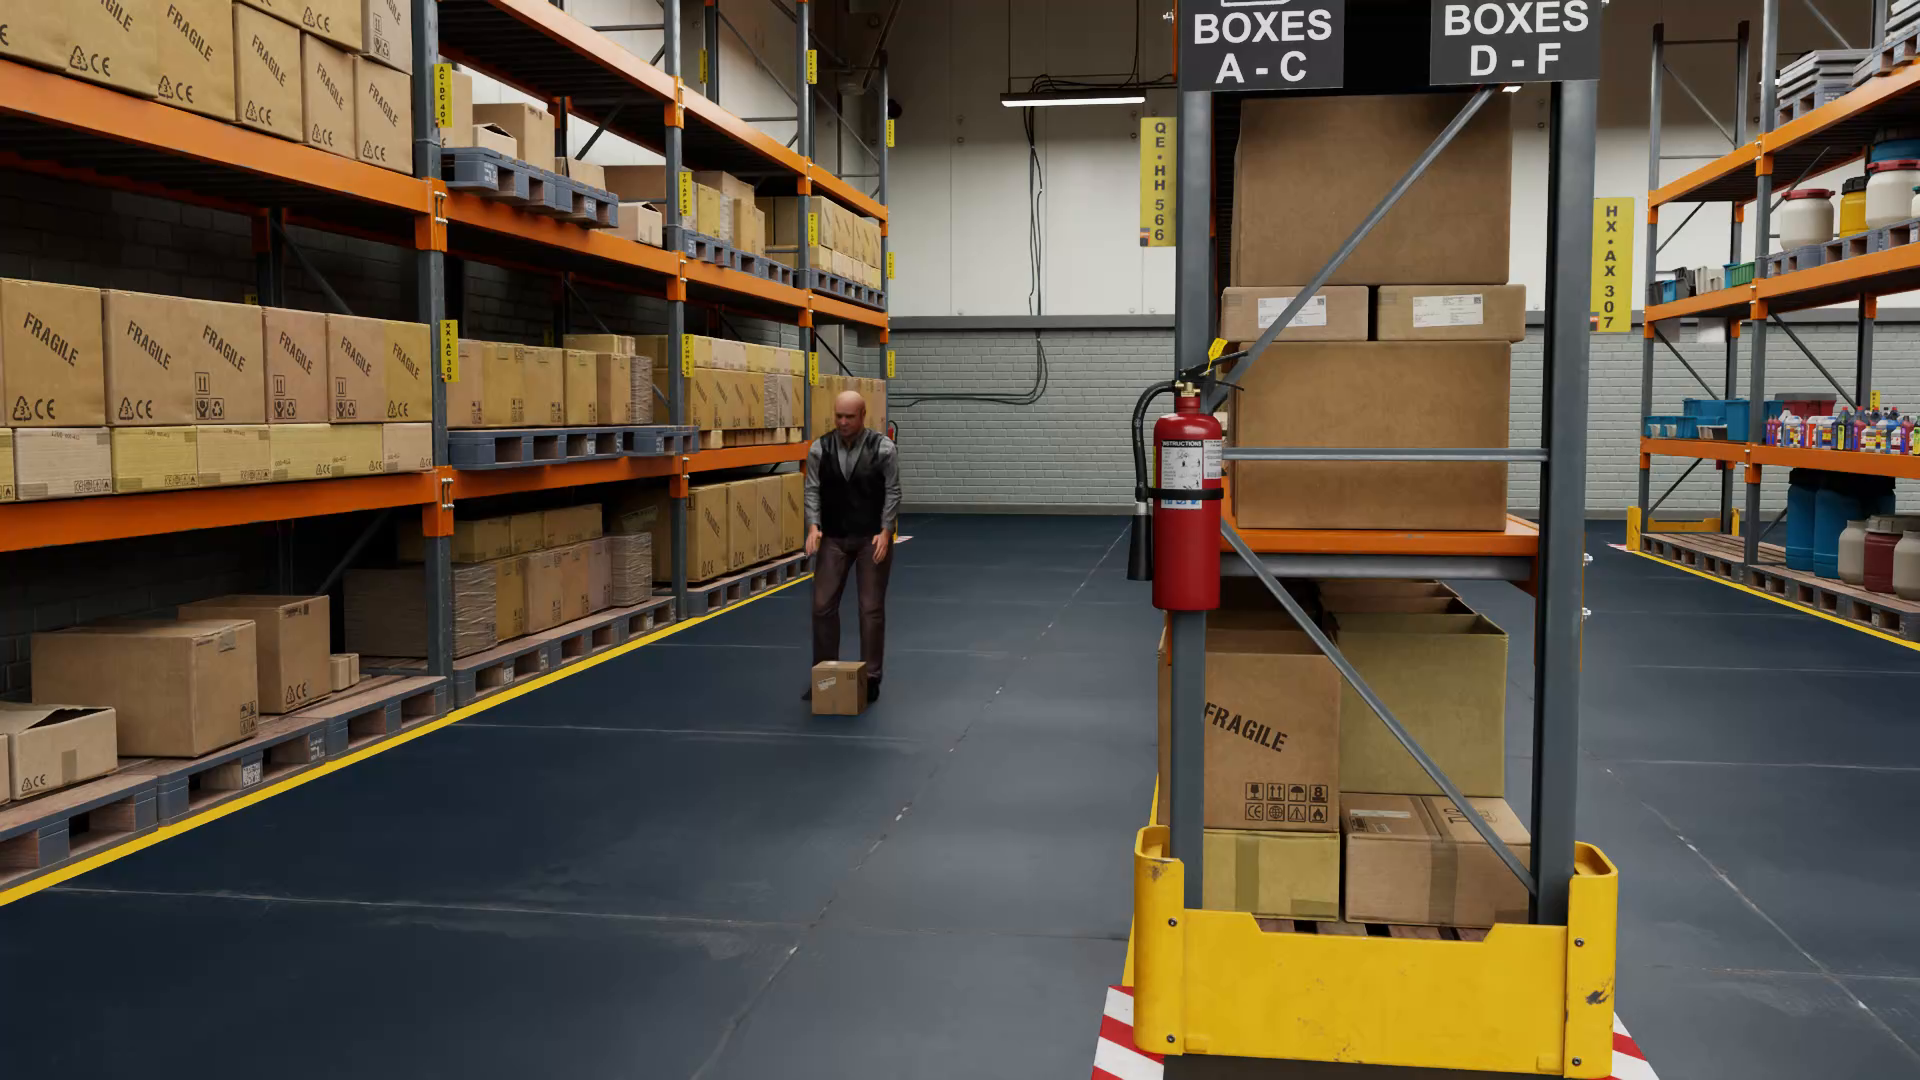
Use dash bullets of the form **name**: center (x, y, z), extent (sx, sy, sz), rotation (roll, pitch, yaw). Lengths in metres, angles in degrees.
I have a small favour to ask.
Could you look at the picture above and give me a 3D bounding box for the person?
- **person**: center (-0.616, 0.060, 9.321), extent (0.569, 1.782, 0.526), rotation (1, 4, 8)
